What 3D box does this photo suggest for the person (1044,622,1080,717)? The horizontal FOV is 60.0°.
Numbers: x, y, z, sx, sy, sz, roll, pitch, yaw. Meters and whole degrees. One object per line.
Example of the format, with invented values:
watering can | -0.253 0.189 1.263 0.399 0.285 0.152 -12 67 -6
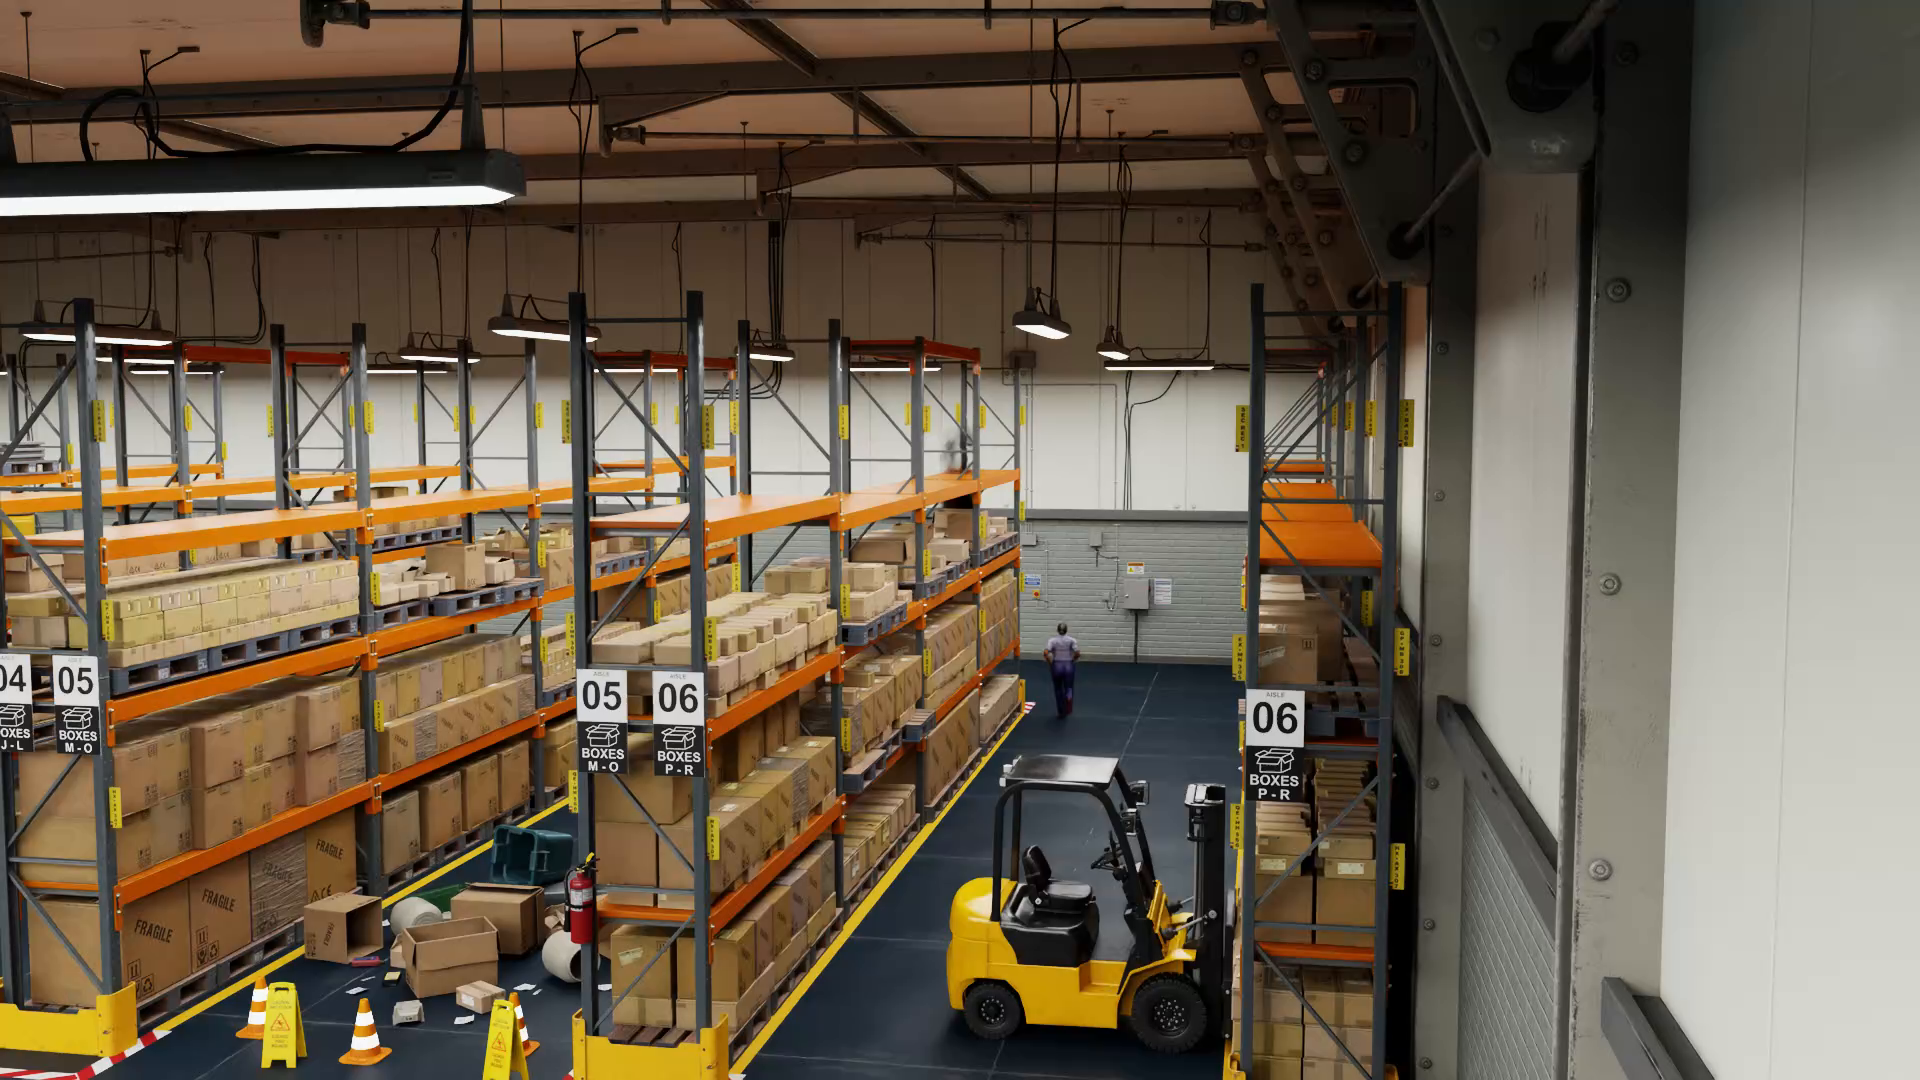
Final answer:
person | 1.683 2.171 27.481 0.605 1.633 0.716 0 5 3
